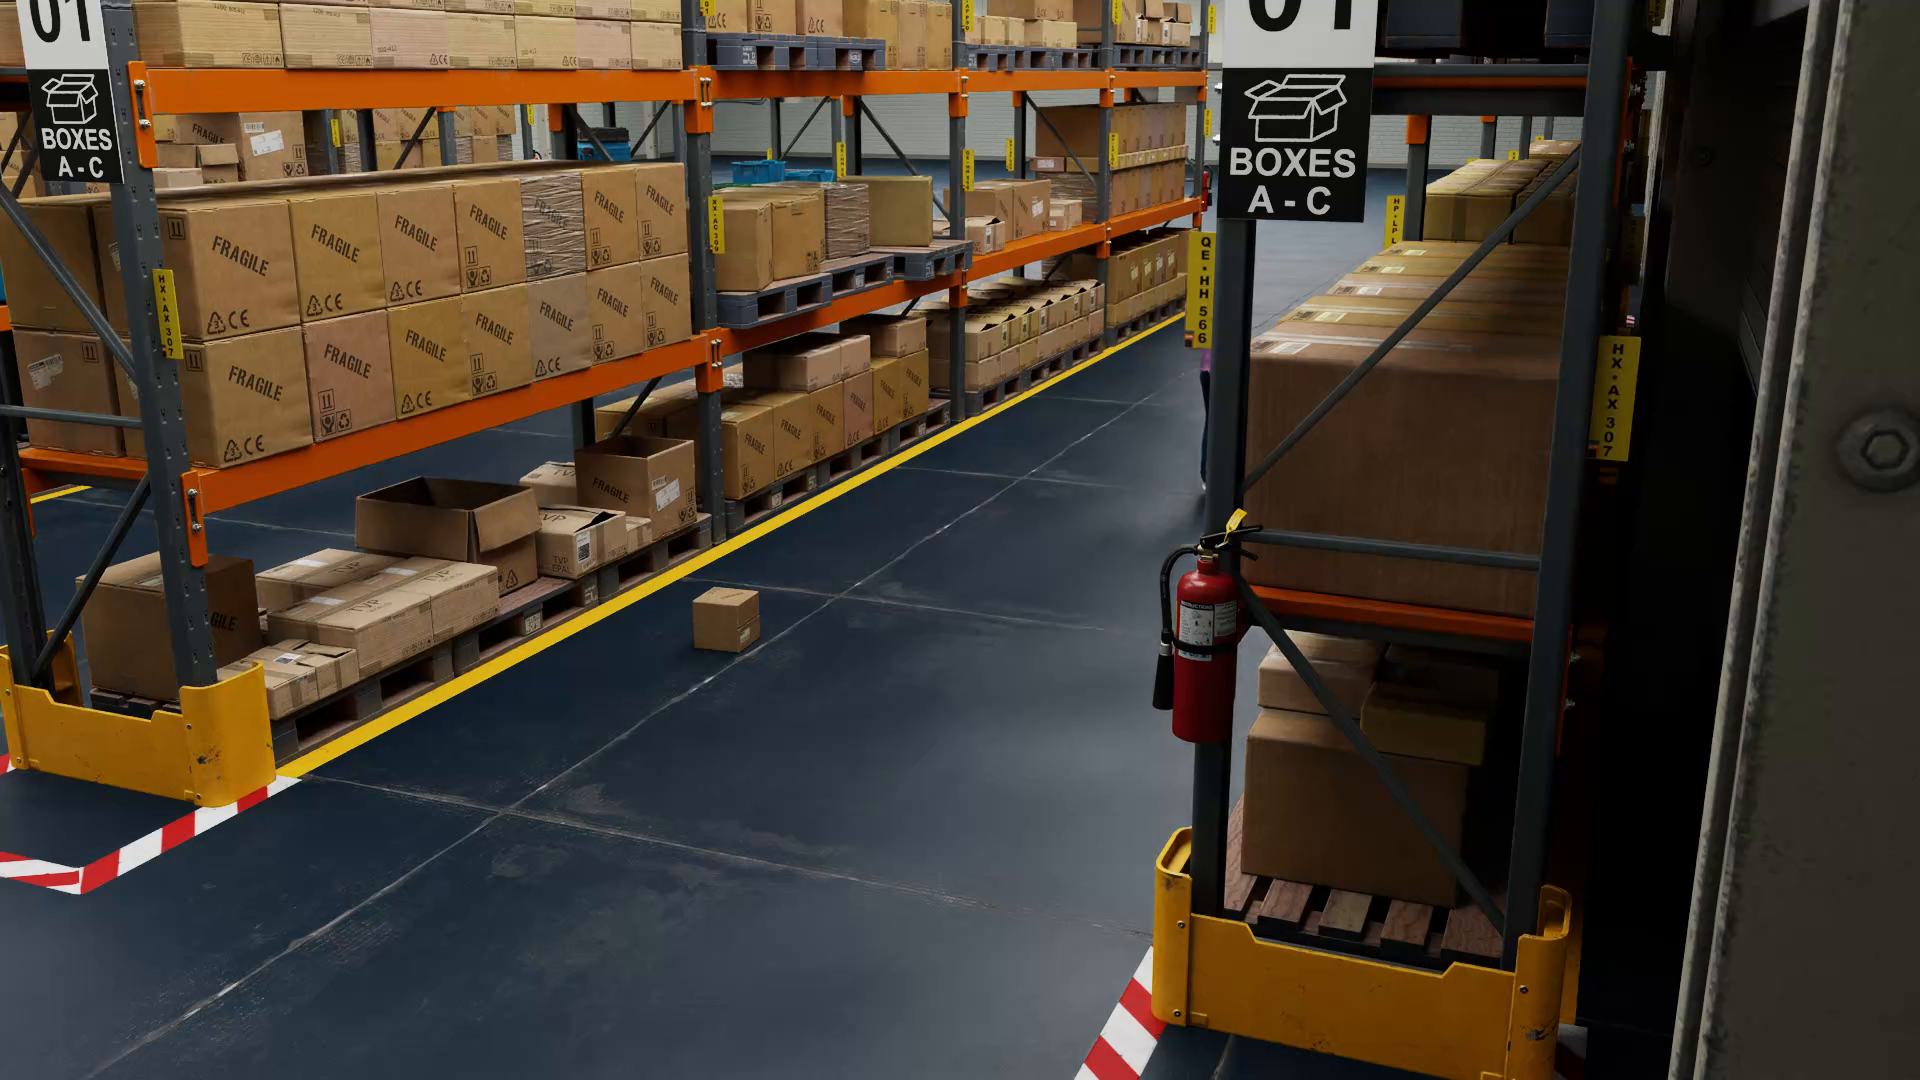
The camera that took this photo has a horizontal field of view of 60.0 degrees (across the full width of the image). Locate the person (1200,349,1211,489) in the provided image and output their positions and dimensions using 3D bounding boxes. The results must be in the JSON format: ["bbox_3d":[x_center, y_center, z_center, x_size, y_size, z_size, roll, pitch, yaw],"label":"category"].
[{"bbox_3d":[1.812,-1.115,11.309,0.413,1.628,0.458,11,19,35],"label":"person"}]
